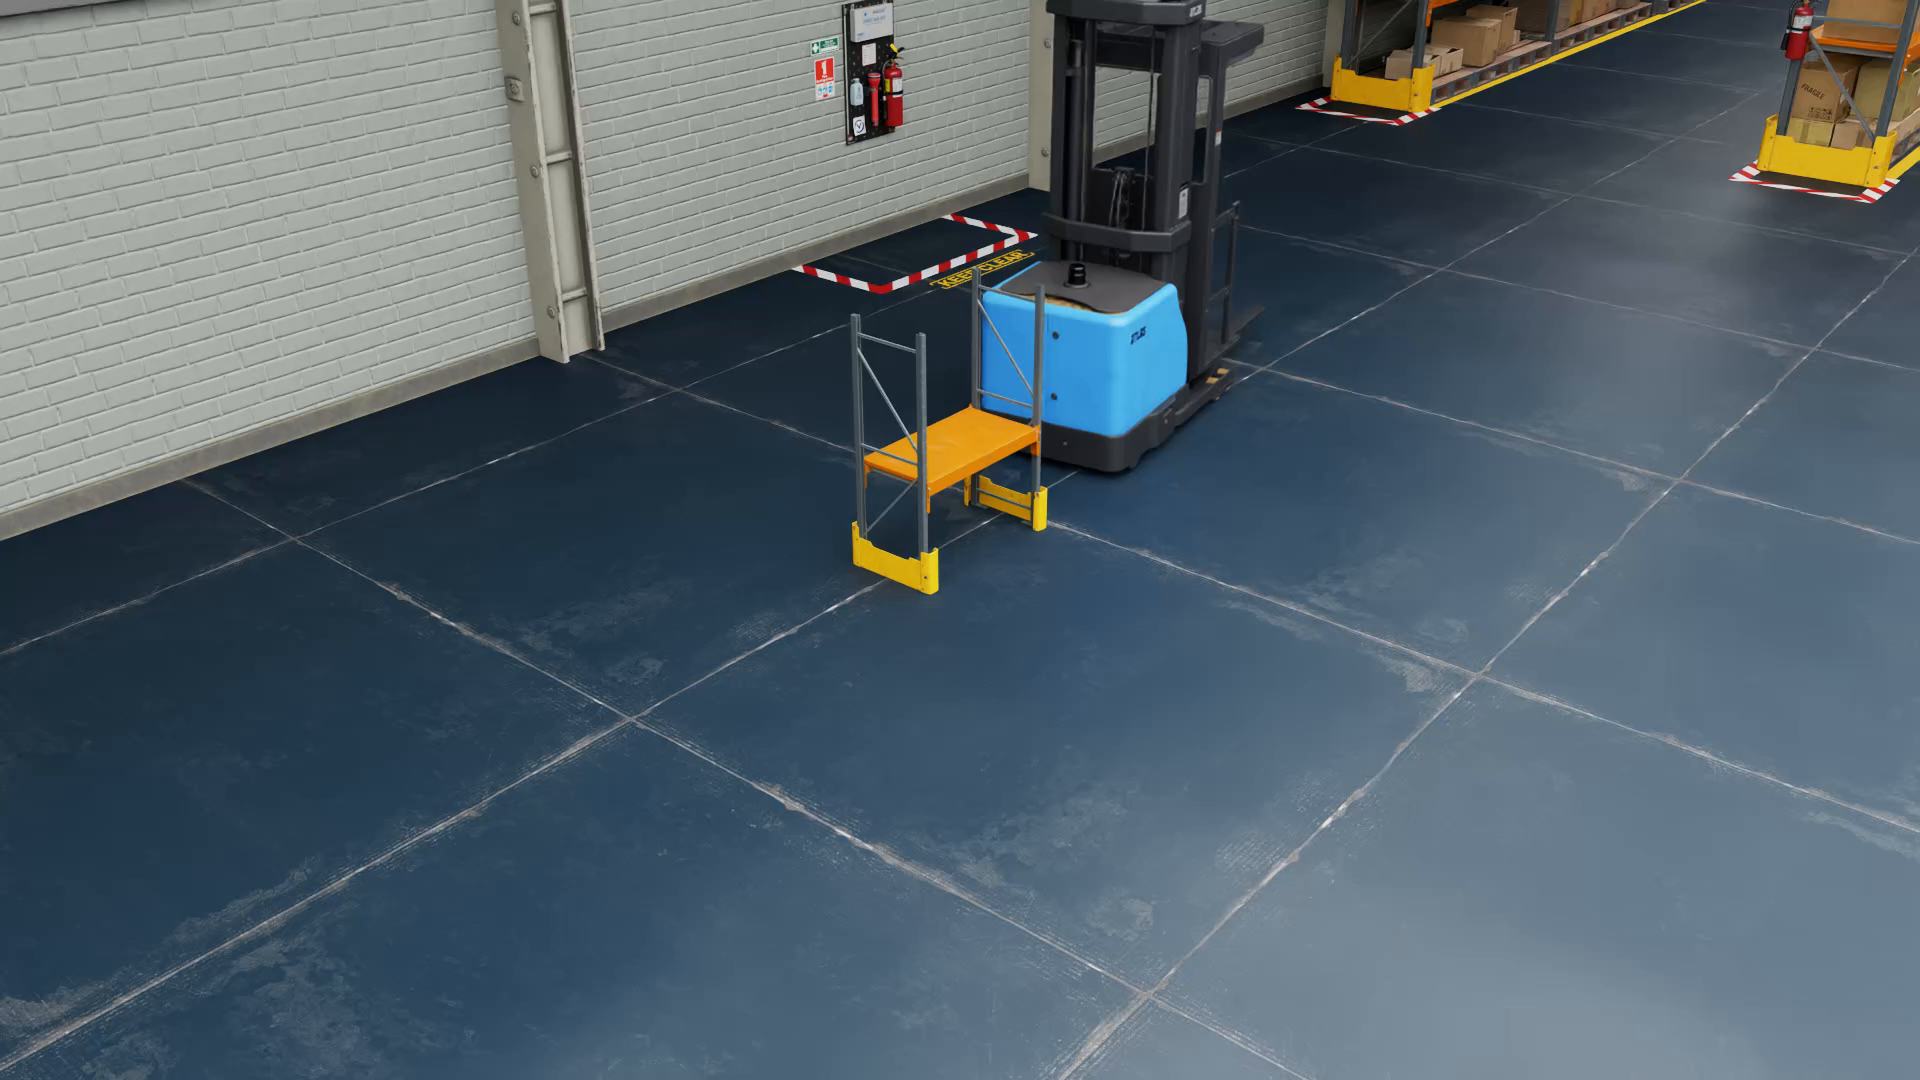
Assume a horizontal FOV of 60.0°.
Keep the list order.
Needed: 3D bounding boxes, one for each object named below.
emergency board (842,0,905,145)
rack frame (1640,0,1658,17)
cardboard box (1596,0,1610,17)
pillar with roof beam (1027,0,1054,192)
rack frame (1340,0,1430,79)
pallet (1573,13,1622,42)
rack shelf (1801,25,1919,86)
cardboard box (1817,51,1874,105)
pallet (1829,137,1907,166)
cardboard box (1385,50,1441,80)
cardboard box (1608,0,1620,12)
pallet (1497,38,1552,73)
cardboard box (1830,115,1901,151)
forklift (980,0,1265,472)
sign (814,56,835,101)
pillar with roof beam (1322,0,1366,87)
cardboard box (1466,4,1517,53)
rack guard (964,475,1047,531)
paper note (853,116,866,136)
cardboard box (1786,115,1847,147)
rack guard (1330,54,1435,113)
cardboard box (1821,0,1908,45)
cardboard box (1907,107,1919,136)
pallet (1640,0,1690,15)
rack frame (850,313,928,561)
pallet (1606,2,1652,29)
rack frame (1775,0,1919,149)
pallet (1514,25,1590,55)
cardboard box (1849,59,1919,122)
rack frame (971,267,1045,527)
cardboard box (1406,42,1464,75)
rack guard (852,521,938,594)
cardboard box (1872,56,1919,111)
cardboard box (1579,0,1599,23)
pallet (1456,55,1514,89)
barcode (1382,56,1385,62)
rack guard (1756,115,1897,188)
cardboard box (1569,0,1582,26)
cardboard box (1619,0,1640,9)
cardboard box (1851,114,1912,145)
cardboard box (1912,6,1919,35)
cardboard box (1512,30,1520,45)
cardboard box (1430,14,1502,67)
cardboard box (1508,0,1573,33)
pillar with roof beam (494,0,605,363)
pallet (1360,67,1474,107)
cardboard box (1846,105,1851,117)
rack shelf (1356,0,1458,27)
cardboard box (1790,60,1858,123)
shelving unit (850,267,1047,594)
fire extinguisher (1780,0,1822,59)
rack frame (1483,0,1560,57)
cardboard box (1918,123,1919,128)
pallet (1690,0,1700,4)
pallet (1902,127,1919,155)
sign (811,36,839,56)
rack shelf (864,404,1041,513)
[{"bbox_3d":[-0.700,-4.011,14.240,0.194,1.169,0.643,21,34,34],"label":"emergency board"},{"bbox_3d":[10.029,-9.339,24.538,1.000,3.000,0.127,21,34,34],"label":"rack frame"},{"bbox_3d":[8.899,-7.821,23.845,0.700,0.500,0.500,21,34,34],"label":"cardboard box"},{"bbox_3d":[4.223,-6.283,12.101,9.100,9.000,0.400,21,34,34],"label":"pillar with roof beam"},{"bbox_3d":[4.940,-6.503,19.055,1.000,3.000,0.127,21,34,34],"label":"rack frame"},{"bbox_3d":[8.754,-7.393,23.812,1.003,0.211,1.213,21,34,34],"label":"pallet"},{"bbox_3d":[10.037,-5.446,17.795,1.077,0.370,4.000,21,34,34],"label":"rack shelf"},{"bbox_3d":[9.501,-4.991,17.852,0.500,0.500,0.500,21,34,34],"label":"cardboard box"},{"bbox_3d":[9.219,-4.101,17.448,1.003,0.211,1.213,21,34,34],"label":"pallet"},{"bbox_3d":[5.450,-5.723,19.995,0.500,0.311,0.500,17,32,29],"label":"cardboard box"},{"bbox_3d":[9.193,-8.005,24.201,0.700,0.500,0.500,21,34,34],"label":"cardboard box"},{"bbox_3d":[7.084,-6.434,21.957,1.003,0.211,1.213,21,34,34],"label":"pallet"},{"bbox_3d":[9.278,-4.147,17.036,0.500,0.250,0.500,21,34,34],"label":"cardboard box"},{"bbox_3d":[1.290,-2.368,11.138,1.130,2.935,3.031,15,31,26],"label":"forklift"},{"bbox_3d":[-1.131,-3.861,13.911,0.001,0.329,0.234,21,34,34],"label":"sign"},{"bbox_3d":[8.040,-8.410,16.213,9.100,9.000,0.400,21,34,34],"label":"pillar with roof beam"},{"bbox_3d":[6.855,-6.626,21.536,0.500,0.500,0.500,18,32,31],"label":"cardboard box"},{"bbox_3d":[0.268,-0.261,9.982,0.587,0.250,0.087,21,34,34],"label":"rack guard"},{"bbox_3d":[-0.866,-3.578,14.360,0.016,0.148,0.142,21,34,34],"label":"paper note"},{"bbox_3d":[8.878,-4.298,17.329,0.500,0.250,0.500,21,34,34],"label":"cardboard box"},{"bbox_3d":[4.988,-5.419,19.682,1.175,0.500,0.348,21,34,34],"label":"rack guard"},{"bbox_3d":[9.072,-5.262,16.549,0.700,0.500,0.500,21,34,34],"label":"cardboard box"},{"bbox_3d":[9.911,-4.502,17.724,0.500,0.250,0.500,21,34,34],"label":"cardboard box"},{"bbox_3d":[10.588,-8.358,25.677,1.003,0.211,1.213,21,34,34],"label":"pallet"},{"bbox_3d":[-0.378,-0.456,8.999,0.500,1.500,0.032,21,34,34],"label":"rack frame"},{"bbox_3d":[9.530,-7.824,24.644,1.003,0.211,1.213,21,34,34],"label":"pallet"},{"bbox_3d":[8.765,-5.056,16.259,1.000,3.000,0.127,21,34,34],"label":"rack frame"},{"bbox_3d":[7.978,-6.959,22.972,1.003,0.211,1.213,21,34,34],"label":"pallet"},{"bbox_3d":[9.594,-4.658,17.208,0.500,0.500,0.500,21,34,34],"label":"cardboard box"},{"bbox_3d":[0.269,-0.816,9.695,0.500,1.500,0.032,21,34,34],"label":"rack frame"},{"bbox_3d":[5.812,-5.925,20.386,0.500,0.311,0.500,24,36,38],"label":"cardboard box"},{"bbox_3d":[-0.365,0.093,9.299,0.587,0.250,0.087,21,34,34],"label":"rack guard"},{"bbox_3d":[9.902,-4.839,17.558,0.500,0.500,0.500,21,34,34],"label":"cardboard box"},{"bbox_3d":[8.585,-7.639,23.493,0.700,0.500,0.500,21,34,35],"label":"cardboard box"},{"bbox_3d":[6.309,-5.999,21.117,1.003,0.211,1.213,21,34,34],"label":"pallet"},{"bbox_3d":[5.152,-5.850,20.232,0.001,0.075,0.075,21,34,34],"label":"barcode"},{"bbox_3d":[8.750,-3.938,16.817,1.175,0.500,0.348,21,34,34],"label":"rack guard"},{"bbox_3d":[8.230,-7.470,23.166,0.700,0.500,0.500,20,33,33],"label":"cardboard box"},{"bbox_3d":[9.611,-8.154,24.489,0.700,0.500,0.500,21,34,35],"label":"cardboard box"},{"bbox_3d":[9.593,-4.325,17.381,0.500,0.250,0.500,21,34,34],"label":"cardboard box"},{"bbox_3d":[9.402,-5.450,16.912,0.700,0.500,0.500,22,34,36],"label":"cardboard box"},{"bbox_3d":[7.167,-6.659,21.963,0.380,0.166,0.250,16,31,28],"label":"cardboard box"},{"bbox_3d":[6.317,-6.254,20.817,0.700,0.500,0.500,18,33,31],"label":"cardboard box"},{"bbox_3d":[7.940,-7.272,22.784,0.700,0.500,0.500,22,35,36],"label":"cardboard box"},{"bbox_3d":[0.407,-4.155,7.989,9.100,9.000,0.400,21,34,34],"label":"pillar with roof beam"},{"bbox_3d":[5.532,-5.569,20.285,1.003,0.211,1.213,21,34,34],"label":"pallet"},{"bbox_3d":[9.187,-4.479,17.679,0.500,0.250,0.500,21,34,34],"label":"cardboard box"},{"bbox_3d":[6.212,-6.892,20.591,1.077,0.370,4.000,21,34,34],"label":"rack shelf"},{"bbox_3d":[8.876,-4.632,17.158,0.500,0.500,0.500,21,34,34],"label":"cardboard box"},{"bbox_3d":[-0.048,-0.639,9.353,0.587,1.500,1.083,21,34,34],"label":"shelving unit"},{"bbox_3d":[8.331,-5.116,16.459,0.296,0.674,0.183,21,34,34],"label":"fire extinguisher"},{"bbox_3d":[7.484,-7.921,21.797,1.000,3.000,0.127,21,34,34],"label":"rack frame"},{"bbox_3d":[10.233,-4.678,18.064,0.500,0.250,0.500,21,34,34],"label":"cardboard box"},{"bbox_3d":[11.364,-8.789,26.509,1.003,0.211,1.213,21,34,34],"label":"pallet"},{"bbox_3d":[9.995,-4.532,18.280,1.003,0.211,1.213,21,34,34],"label":"pallet"},{"bbox_3d":[-1.121,-4.096,13.787,0.001,0.109,0.331,21,34,34],"label":"sign"},{"bbox_3d":[-0.054,-0.476,9.430,0.538,0.185,1.000,21,34,34],"label":"rack shelf"}]
